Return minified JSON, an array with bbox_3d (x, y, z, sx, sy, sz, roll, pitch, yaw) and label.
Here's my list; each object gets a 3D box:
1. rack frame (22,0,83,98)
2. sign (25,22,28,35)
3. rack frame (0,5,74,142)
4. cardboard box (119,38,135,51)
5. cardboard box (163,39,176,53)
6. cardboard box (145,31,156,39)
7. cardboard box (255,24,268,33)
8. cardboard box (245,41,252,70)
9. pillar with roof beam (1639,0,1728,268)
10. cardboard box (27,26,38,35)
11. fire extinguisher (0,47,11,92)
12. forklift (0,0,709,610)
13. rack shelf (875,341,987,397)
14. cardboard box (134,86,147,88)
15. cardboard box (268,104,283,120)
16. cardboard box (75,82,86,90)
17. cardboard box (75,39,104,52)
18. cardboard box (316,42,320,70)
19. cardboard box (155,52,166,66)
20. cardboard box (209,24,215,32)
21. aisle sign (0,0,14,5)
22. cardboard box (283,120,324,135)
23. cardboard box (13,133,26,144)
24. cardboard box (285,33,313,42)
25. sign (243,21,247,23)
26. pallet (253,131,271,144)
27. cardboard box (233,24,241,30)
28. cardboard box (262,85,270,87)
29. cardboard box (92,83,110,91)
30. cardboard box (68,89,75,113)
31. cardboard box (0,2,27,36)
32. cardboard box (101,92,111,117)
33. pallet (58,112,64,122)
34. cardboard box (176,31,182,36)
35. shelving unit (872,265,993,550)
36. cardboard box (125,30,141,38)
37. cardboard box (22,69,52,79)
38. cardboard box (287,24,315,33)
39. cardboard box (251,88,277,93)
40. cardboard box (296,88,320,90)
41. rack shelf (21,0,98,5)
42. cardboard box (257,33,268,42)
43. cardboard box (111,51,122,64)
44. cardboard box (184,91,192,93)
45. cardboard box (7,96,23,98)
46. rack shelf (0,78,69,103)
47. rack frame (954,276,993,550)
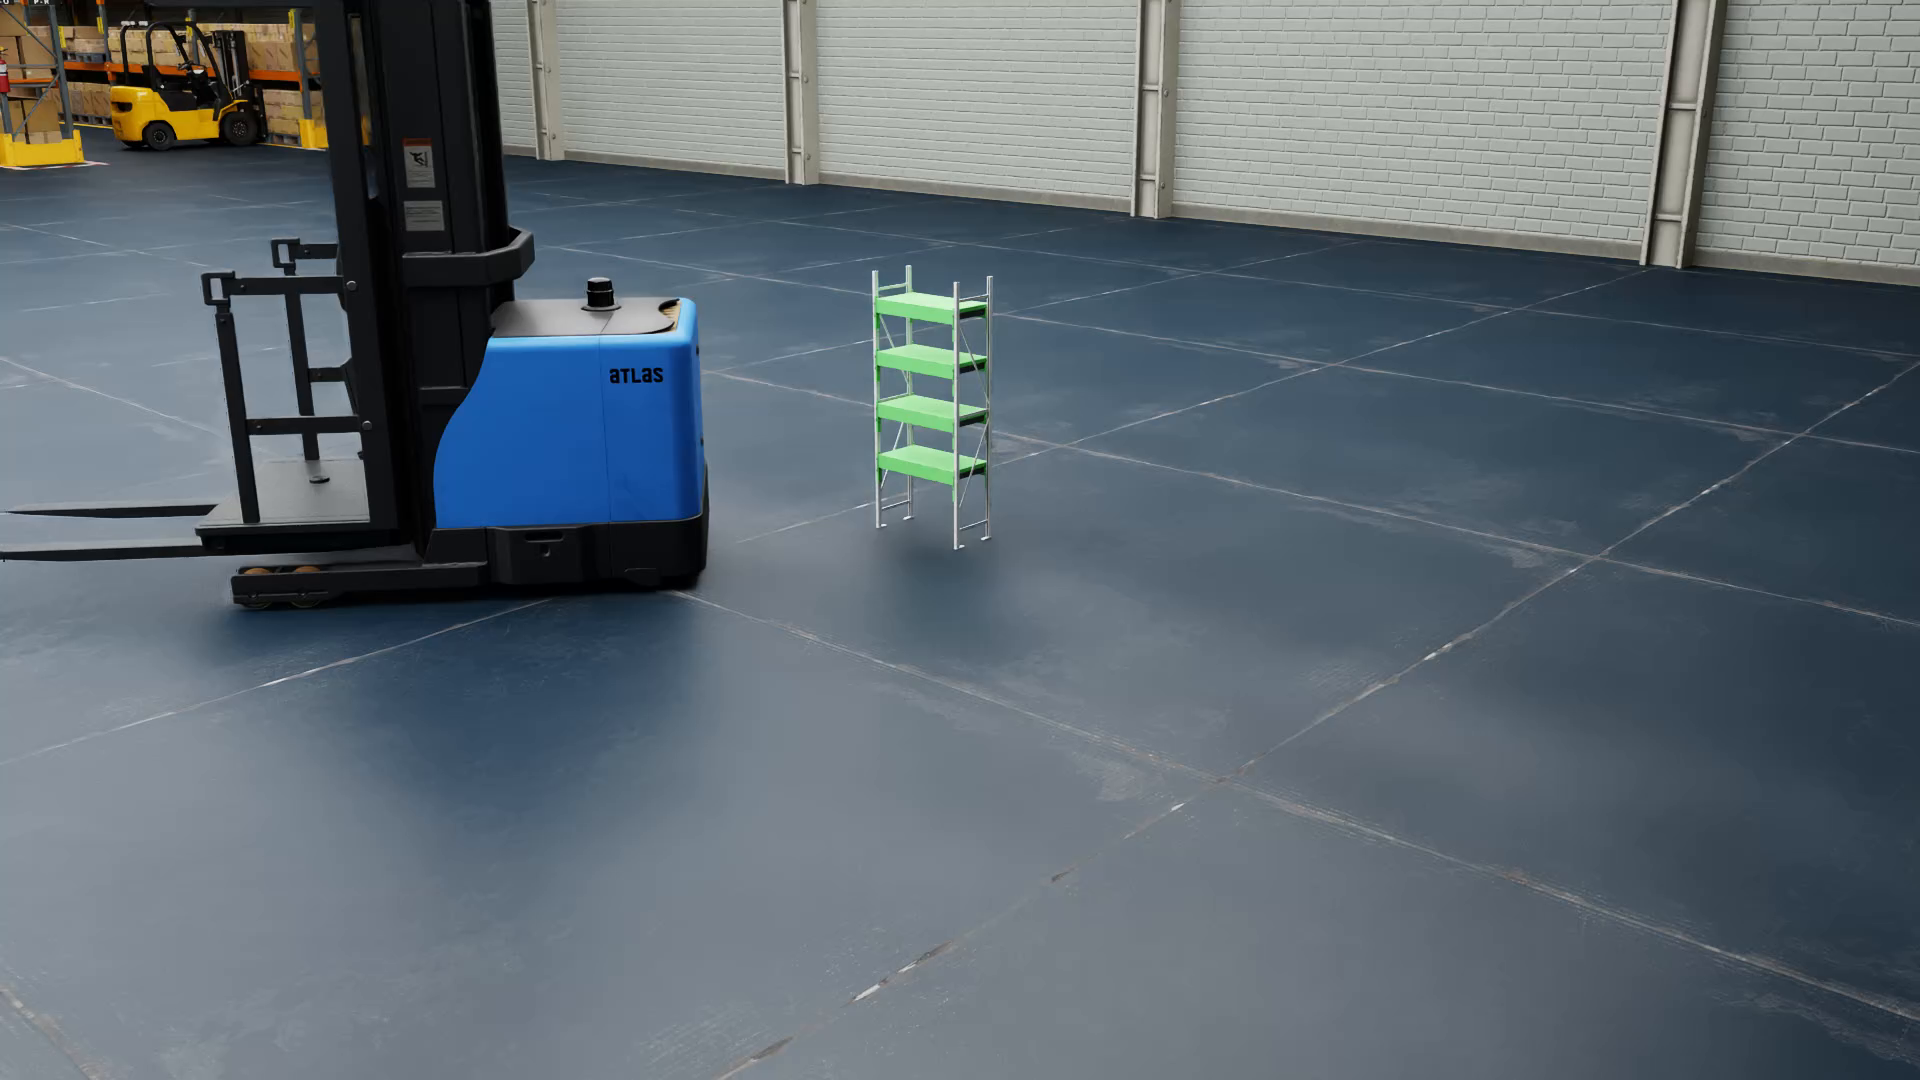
[{"bbox_3d":[-20.247,-10.948,37.151,0.127,3.000,1.000,15,23,39],"label":"rack frame"},{"bbox_3d":[-20.602,-11.237,36.628,0.005,0.325,0.100,15,23,39],"label":"sign"},{"bbox_3d":[-14.564,-7.415,26.018,0.127,3.000,1.000,15,23,39],"label":"rack frame"},{"bbox_3d":[-16.712,-10.067,33.794,0.500,0.250,0.500,16,24,41],"label":"cardboard box"},{"bbox_3d":[-15.190,-9.651,32.485,0.500,0.250,0.500,14,23,38],"label":"cardboard box"},{"bbox_3d":[-15.892,-10.003,32.934,0.250,0.149,0.380,14,23,38],"label":"cardboard box"},{"bbox_3d":[-12.504,-9.245,30.053,0.250,0.149,0.380,16,23,41],"label":"cardboard box"},{"bbox_3d":[-12.963,-8.933,30.637,0.500,0.500,0.500,15,23,40],"label":"cardboard box"},{"bbox_3d":[3.899,-5.949,11.481,0.400,9.000,9.100,15,23,39],"label":"pillar with roof beam"},{"bbox_3d":[-20.034,-11.048,36.606,0.500,0.500,0.700,16,23,41],"label":"cardboard box"},{"bbox_3d":[-14.784,-7.251,25.628,0.183,0.674,0.296,15,23,39],"label":"fire extinguisher"},{"bbox_3d":[-2.629,-1.284,6.812,3.031,2.935,1.130,-2,18,-7],"label":"forklift"},{"bbox_3d":[-0.124,-0.773,7.482,0.480,0.148,0.258,15,23,39],"label":"rack shelf"},{"bbox_3d":[-16.798,-9.085,34.511,0.625,0.625,0.875,16,24,41],"label":"cardboard box"},{"bbox_3d":[-12.211,-7.797,30.245,0.500,0.250,0.500,15,23,39],"label":"cardboard box"},{"bbox_3d":[-18.916,-9.838,36.019,0.250,0.149,0.380,15,23,39],"label":"cardboard box"},{"bbox_3d":[-18.259,-10.412,35.016,0.500,0.250,0.500,14,22,37],"label":"cardboard box"},{"bbox_3d":[-11.458,-8.749,30.055,0.500,0.500,0.500,16,24,41],"label":"cardboard box"},{"bbox_3d":[-15.545,-9.519,32.894,0.500,0.250,0.500,15,23,40],"label":"cardboard box"},{"bbox_3d":[-13.955,-9.681,31.429,0.250,0.149,0.380,15,23,40],"label":"cardboard box"},{"bbox_3d":[-14.710,-8.576,25.378,0.004,0.787,0.394,15,23,39],"label":"aisle sign"},{"bbox_3d":[-11.833,-7.451,29.983,0.500,0.250,0.500,15,23,40],"label":"cardboard box"},{"bbox_3d":[-15.365,-6.411,26.705,0.500,0.250,0.500,15,23,39],"label":"cardboard box"},{"bbox_3d":[-11.717,-8.902,29.465,0.250,0.149,0.380,15,23,40],"label":"cardboard box"},{"bbox_3d":[-13.896,-9.918,32.343,0.005,0.325,0.100,15,23,39],"label":"sign"},{"bbox_3d":[-12.780,-7.599,31.206,1.213,0.211,1.003,15,23,39],"label":"pallet"},{"bbox_3d":[-13.206,-9.469,30.759,0.250,0.149,0.380,15,23,39],"label":"cardboard box"},{"bbox_3d":[-13.378,-8.555,31.807,0.500,0.250,0.500,15,23,38],"label":"cardboard box"},{"bbox_3d":[-18.185,-9.616,35.317,0.250,0.149,0.380,14,22,37],"label":"cardboard box"},{"bbox_3d":[-19.260,-9.603,36.350,0.500,0.500,0.500,14,22,38],"label":"cardboard box"},{"bbox_3d":[-15.091,-8.134,25.974,0.500,0.500,0.700,14,23,38],"label":"cardboard box"},{"bbox_3d":[-17.714,-9.190,35.049,0.500,0.500,0.500,16,24,41],"label":"cardboard box"},{"bbox_3d":[-19.614,-9.464,37.085,1.213,0.211,1.003,15,23,39],"label":"pallet"},{"bbox_3d":[-15.020,-9.826,32.376,0.250,0.149,0.380,15,23,39],"label":"cardboard box"},{"bbox_3d":[-0.124,-0.605,7.535,0.503,1.200,0.258,15,23,39],"label":"shelving unit"},{"bbox_3d":[-16.803,-10.272,33.783,0.250,0.149,0.380,16,24,41],"label":"cardboard box"},{"bbox_3d":[-14.680,-7.410,26.418,0.250,0.149,0.380,15,23,39],"label":"cardboard box"},{"bbox_3d":[-11.680,-9.062,29.477,0.250,0.149,0.380,15,23,39],"label":"cardboard box"},{"bbox_3d":[-12.967,-8.231,30.786,0.500,0.250,0.500,14,23,38],"label":"cardboard box"},{"bbox_3d":[-11.882,-8.144,30.512,0.500,0.250,0.500,15,23,39],"label":"cardboard box"},{"bbox_3d":[-18.751,-11.634,35.540,4.000,0.370,1.077,15,23,39],"label":"rack shelf"},{"bbox_3d":[-12.490,-9.108,30.113,0.250,0.149,0.380,14,22,38],"label":"cardboard box"},{"bbox_3d":[-17.086,-9.929,34.188,0.500,0.250,0.500,15,23,39],"label":"cardboard box"},{"bbox_3d":[-14.661,-8.512,32.707,0.625,0.625,0.875,16,24,42],"label":"cardboard box"},{"bbox_3d":[-15.765,-7.098,27.630,0.500,0.500,0.500,16,23,40],"label":"cardboard box"},{"bbox_3d":[-16.060,-7.474,27.392,4.000,0.370,1.077,15,23,39],"label":"rack shelf"},{"bbox_3d":[0.059,-0.556,7.381,0.015,1.200,0.240,15,23,39],"label":"rack frame"}]
